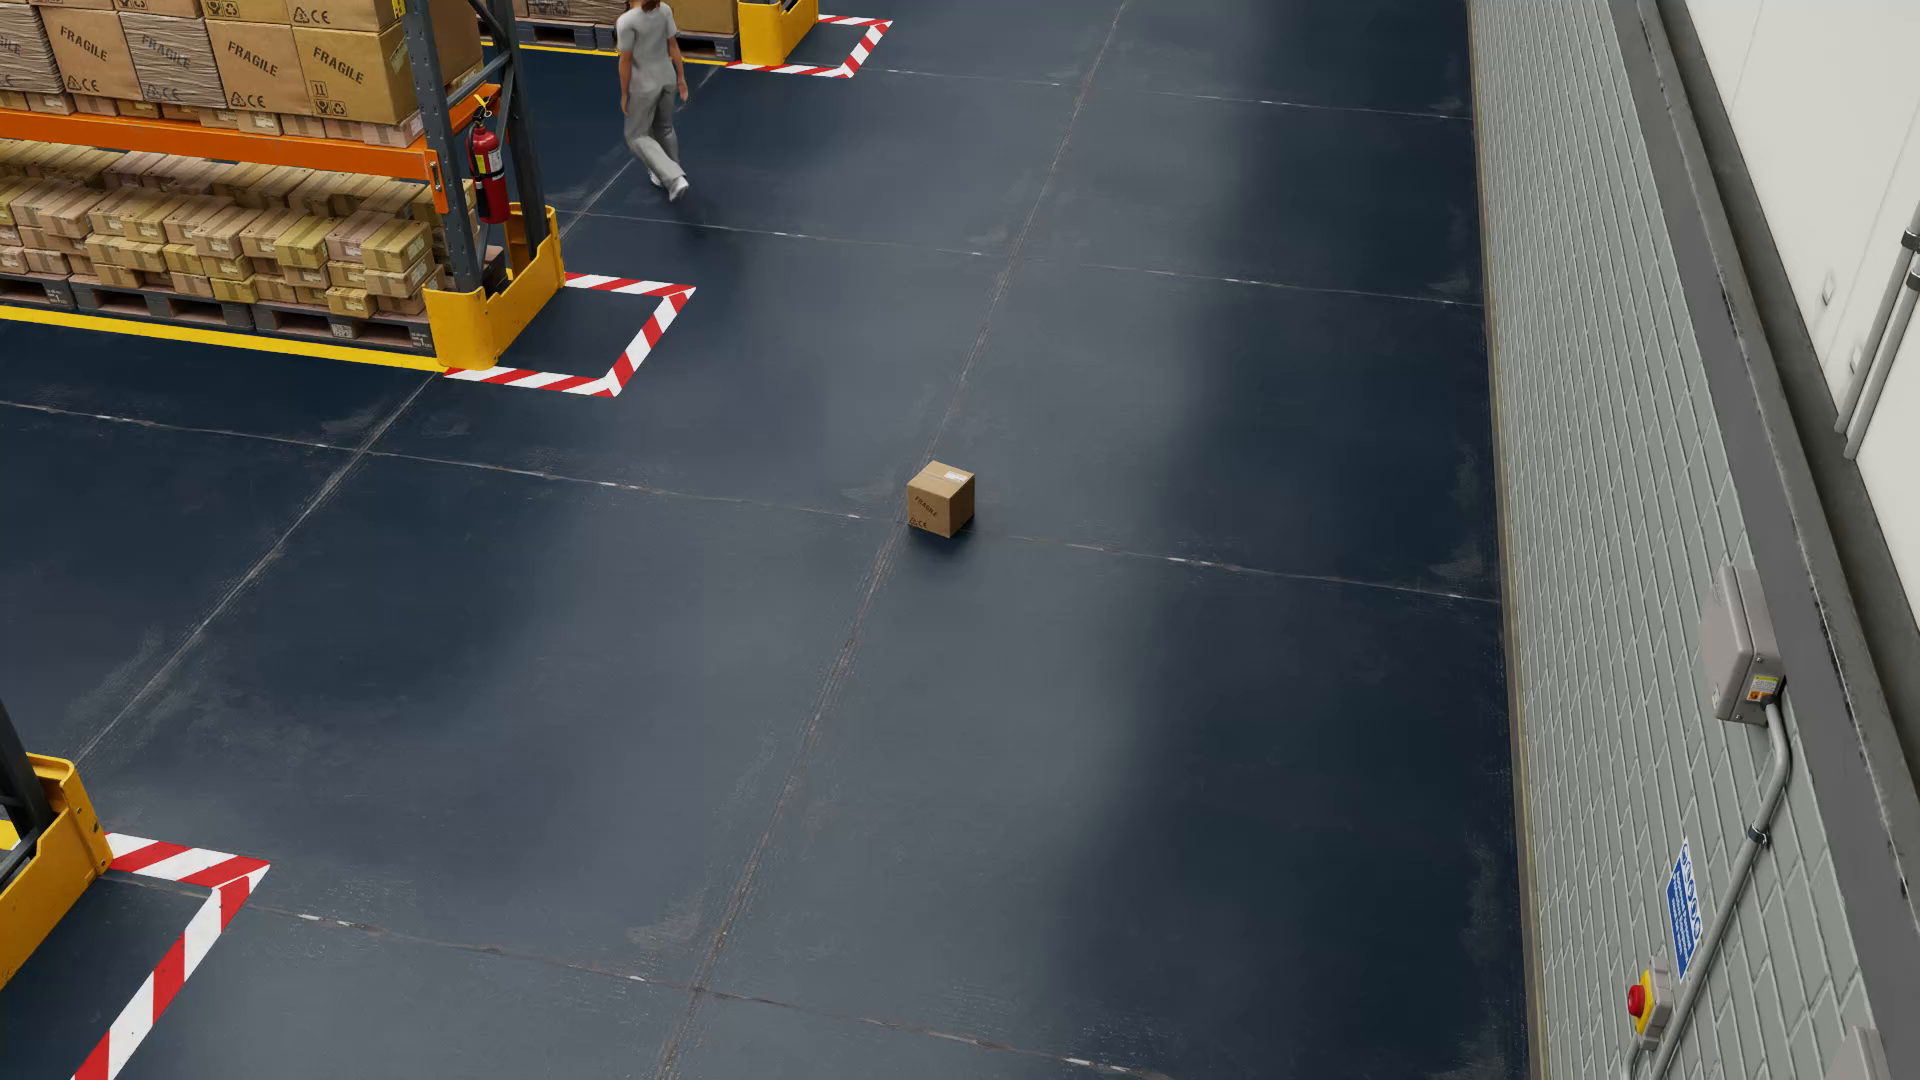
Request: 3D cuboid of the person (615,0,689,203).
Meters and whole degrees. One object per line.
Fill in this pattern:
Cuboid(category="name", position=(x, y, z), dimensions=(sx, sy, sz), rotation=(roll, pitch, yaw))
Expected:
Cuboid(category="person", position=(-2.017, -2.982, 10.952), dimensions=(0.698, 1.647, 0.479), rotation=(29, 46, 33))
